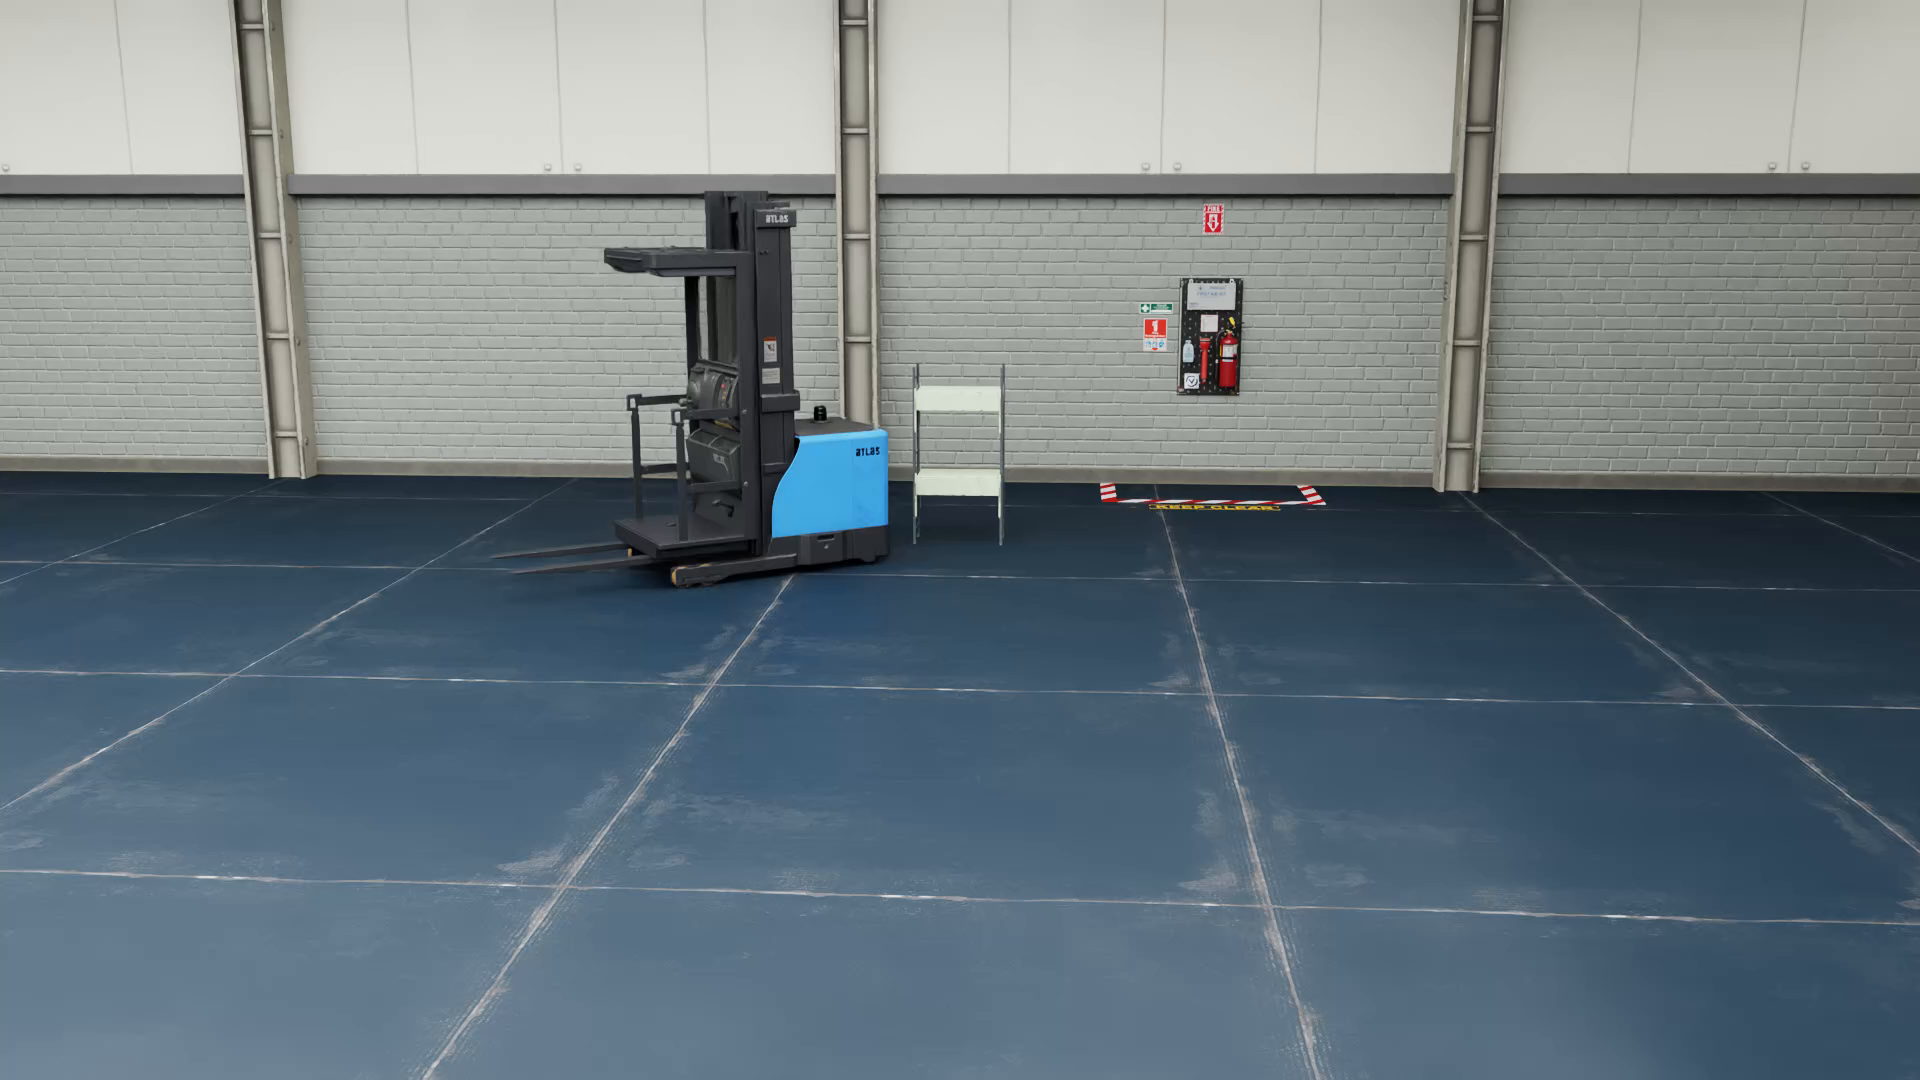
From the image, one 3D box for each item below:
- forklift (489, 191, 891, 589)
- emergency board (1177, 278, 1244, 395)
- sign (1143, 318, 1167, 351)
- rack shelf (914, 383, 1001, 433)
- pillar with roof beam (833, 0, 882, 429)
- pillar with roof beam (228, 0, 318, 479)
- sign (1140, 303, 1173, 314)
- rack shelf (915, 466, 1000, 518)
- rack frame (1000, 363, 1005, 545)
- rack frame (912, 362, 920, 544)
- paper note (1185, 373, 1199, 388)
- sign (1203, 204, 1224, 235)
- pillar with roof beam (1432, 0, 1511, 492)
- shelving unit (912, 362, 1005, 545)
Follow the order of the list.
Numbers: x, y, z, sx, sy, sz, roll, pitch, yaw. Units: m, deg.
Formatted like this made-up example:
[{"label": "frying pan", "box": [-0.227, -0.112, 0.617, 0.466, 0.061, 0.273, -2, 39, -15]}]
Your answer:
[{"label": "forklift", "box": [-2.094, -1.192, 12.809, 3.031, 2.935, 1.130, -7, 14, -29]}, {"label": "emergency board", "box": [2.508, -2.018, 16.590, 0.643, 1.169, 0.194, 1, 12, 4]}, {"label": "sign", "box": [1.963, -2.064, 16.724, 0.234, 0.329, 0.001, 1, 12, 4]}, {"label": "rack shelf", "box": [-0.007, -1.116, 14.035, 0.720, 0.370, 0.431, 1, 12, 4]}, {"label": "pillar with roof beam", "box": [-1.303, -4.116, 11.965, 0.400, 9.000, 9.100, 1, 12, 4]}, {"label": "pillar with roof beam", "box": [-7.290, -4.198, 12.358, 0.400, 9.000, 9.100, 1, 12, 4]}, {"label": "sign", "box": [1.967, -2.322, 16.660, 0.331, 0.109, 0.001, 1, 12, 4]}, {"label": "rack shelf", "box": [-0.007, -0.415, 14.182, 0.720, 0.370, 0.431, 1, 12, 4]}, {"label": "rack frame", "box": [0.359, -0.729, 14.091, 0.023, 1.500, 0.400, 1, 12, 4]}, {"label": "rack frame", "box": [-0.372, -0.739, 14.139, 0.023, 1.500, 0.400, 1, 12, 4]}, {"label": "paper note", "box": [2.336, -1.604, 16.759, 0.142, 0.148, 0.016, 1, 12, 4]}, {"label": "sign", "box": [2.506, -3.173, 16.451, 0.199, 0.298, 0.001, 1, 12, 4]}, {"label": "pillar with roof beam", "box": [4.683, -4.034, 11.573, 0.400, 9.000, 9.100, 1, 12, 4]}, {"label": "shelving unit", "box": [-0.007, -0.734, 14.115, 0.755, 1.500, 0.431, 1, 12, 4]}]
